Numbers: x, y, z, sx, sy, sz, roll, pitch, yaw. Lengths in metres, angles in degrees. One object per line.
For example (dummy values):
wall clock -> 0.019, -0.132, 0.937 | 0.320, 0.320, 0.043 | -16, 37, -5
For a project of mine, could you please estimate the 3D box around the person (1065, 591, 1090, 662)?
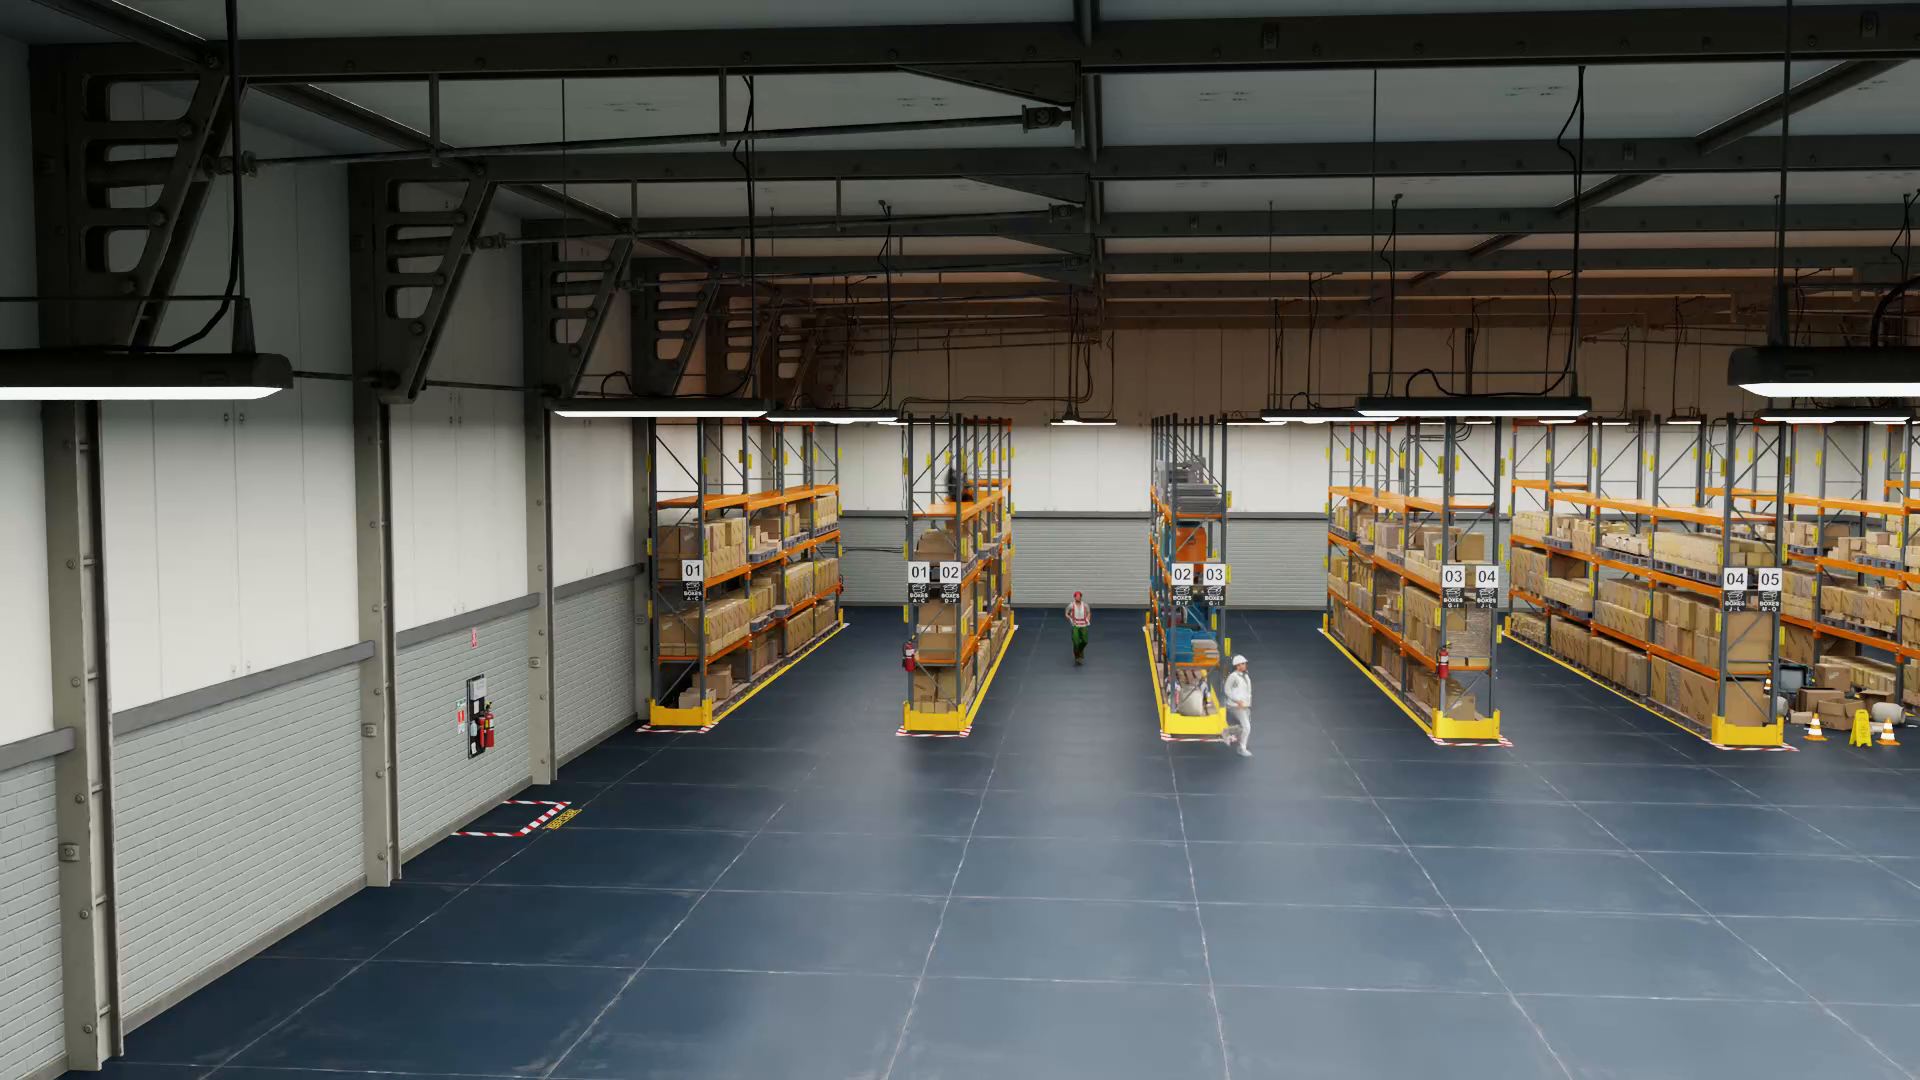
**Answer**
person -> 2.904, 2.116, 40.610 | 0.649, 1.740, 0.601 | 0, 4, -7

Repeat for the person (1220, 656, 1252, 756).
person -> 4.860, 2.893, 29.266 | 0.683, 1.742, 0.690 | 3, 5, 38

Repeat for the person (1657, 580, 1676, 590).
person -> 19.889, 1.691, 47.131 | 0.751, 1.812, 0.709 | 1, 4, 10
